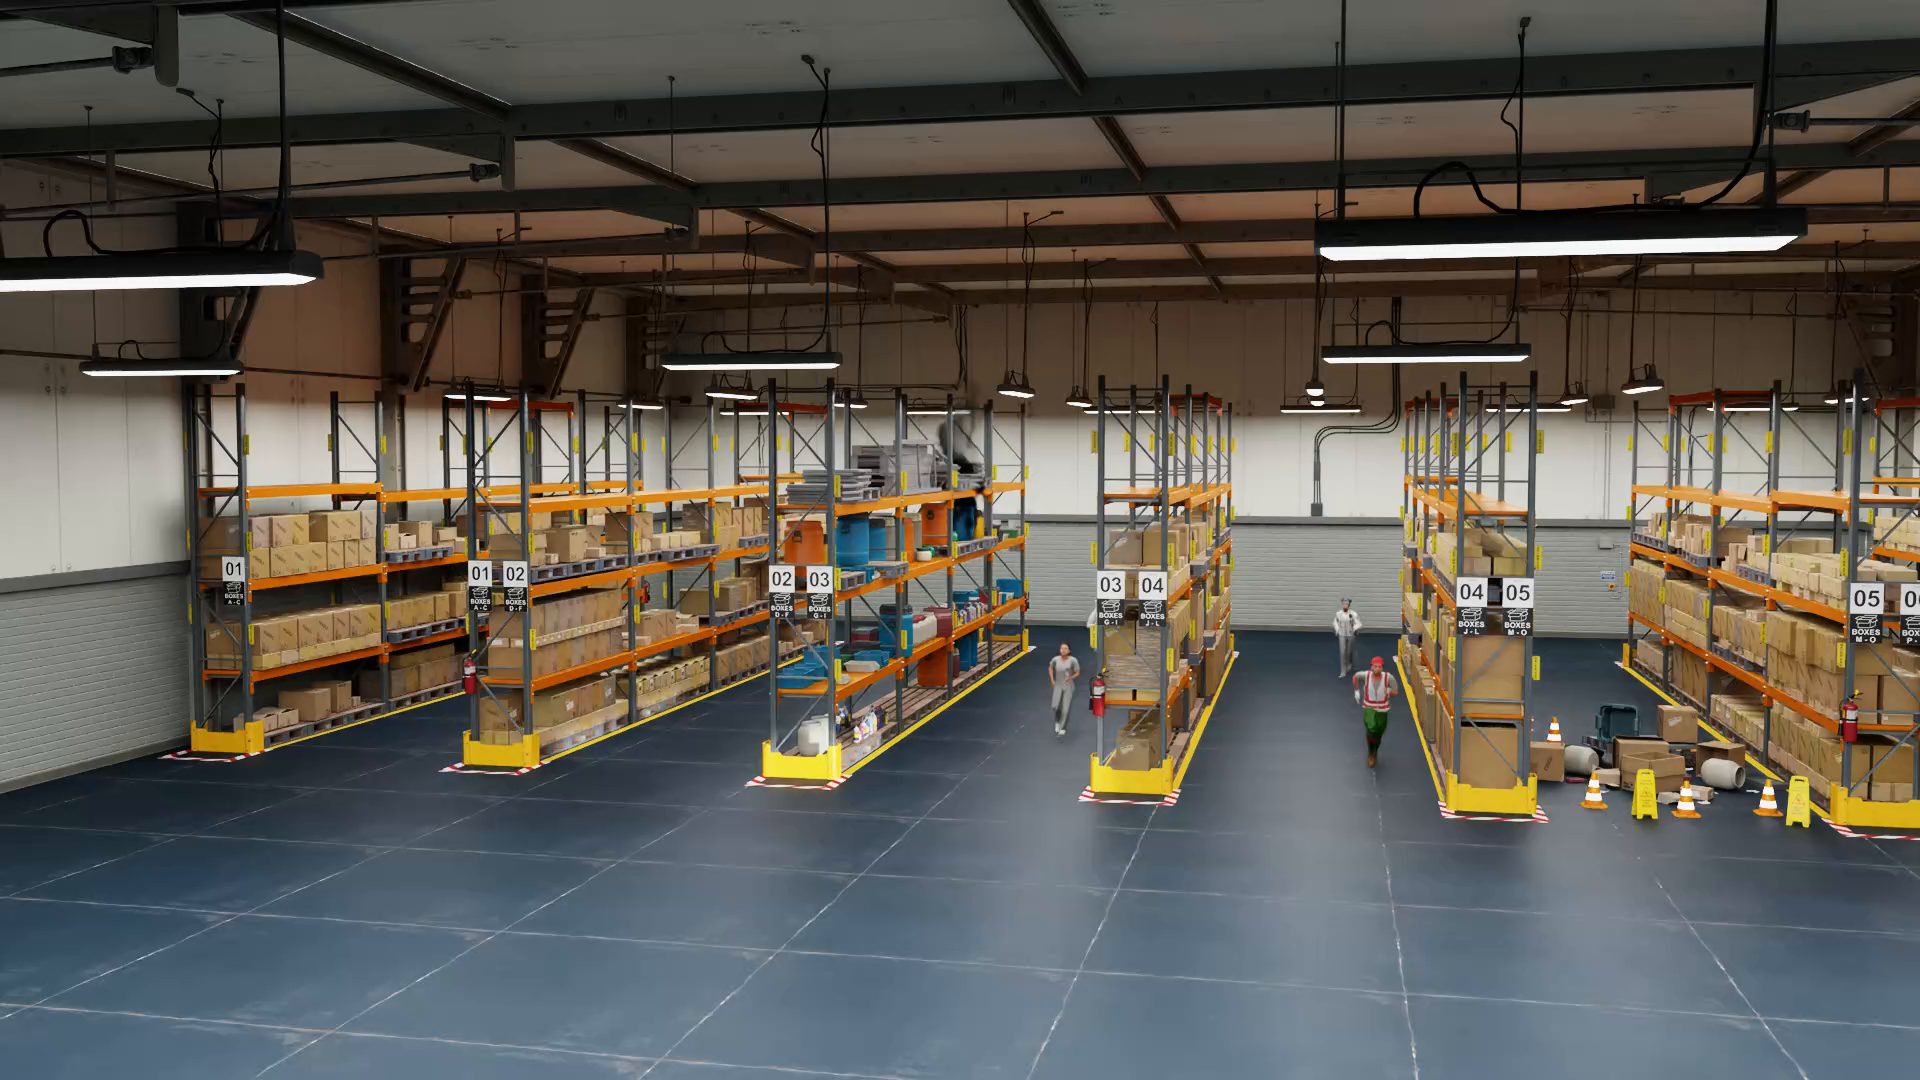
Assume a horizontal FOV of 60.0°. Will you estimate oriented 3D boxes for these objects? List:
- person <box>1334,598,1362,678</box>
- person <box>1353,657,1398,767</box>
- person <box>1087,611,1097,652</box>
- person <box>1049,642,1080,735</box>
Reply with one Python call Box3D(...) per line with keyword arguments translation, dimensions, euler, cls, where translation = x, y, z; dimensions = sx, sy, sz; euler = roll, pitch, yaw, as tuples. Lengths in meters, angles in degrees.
Box3D(translation=(8.372, 2.088, 35.942), dimensions=(0.608, 1.705, 0.833), euler=(1, 3, 20), cls="person")
Box3D(translation=(6.445, 2.646, 25.797), dimensions=(0.643, 1.721, 0.923), euler=(0, 3, 6), cls="person")
Box3D(translation=(3.043, 2.114, 35.091), dimensions=(0.733, 1.774, 1.078), euler=(1, 3, 11), cls="person")
Box3D(translation=(1.777, 2.550, 28.461), dimensions=(0.564, 1.627, 0.616), euler=(1, 3, 11), cls="person")
